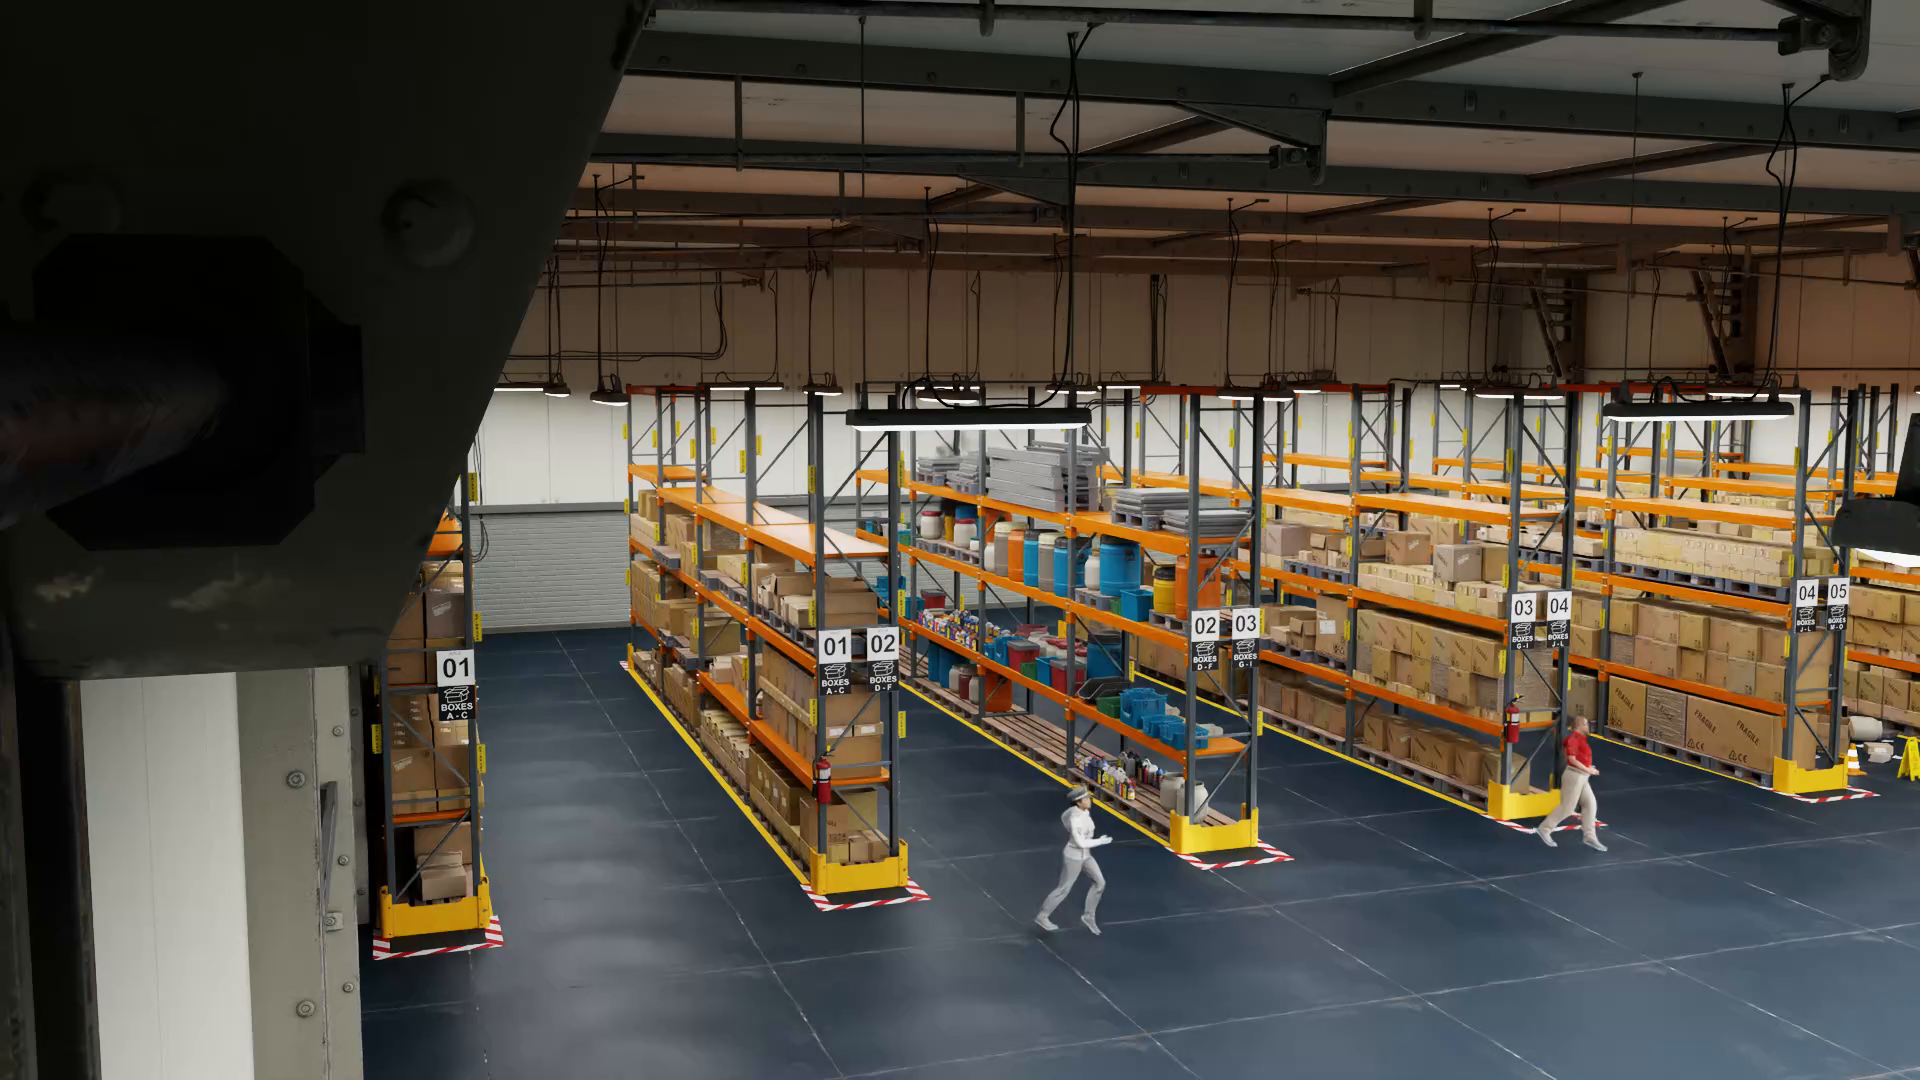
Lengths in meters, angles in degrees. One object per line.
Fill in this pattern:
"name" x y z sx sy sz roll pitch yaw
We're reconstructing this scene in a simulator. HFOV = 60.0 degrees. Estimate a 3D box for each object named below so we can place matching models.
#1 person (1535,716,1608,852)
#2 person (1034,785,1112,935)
"person" 8.152 3.201 22.051 0.895 1.751 0.718 3 7 26
"person" 1.285 3.575 18.605 0.866 1.729 0.622 2 6 16
